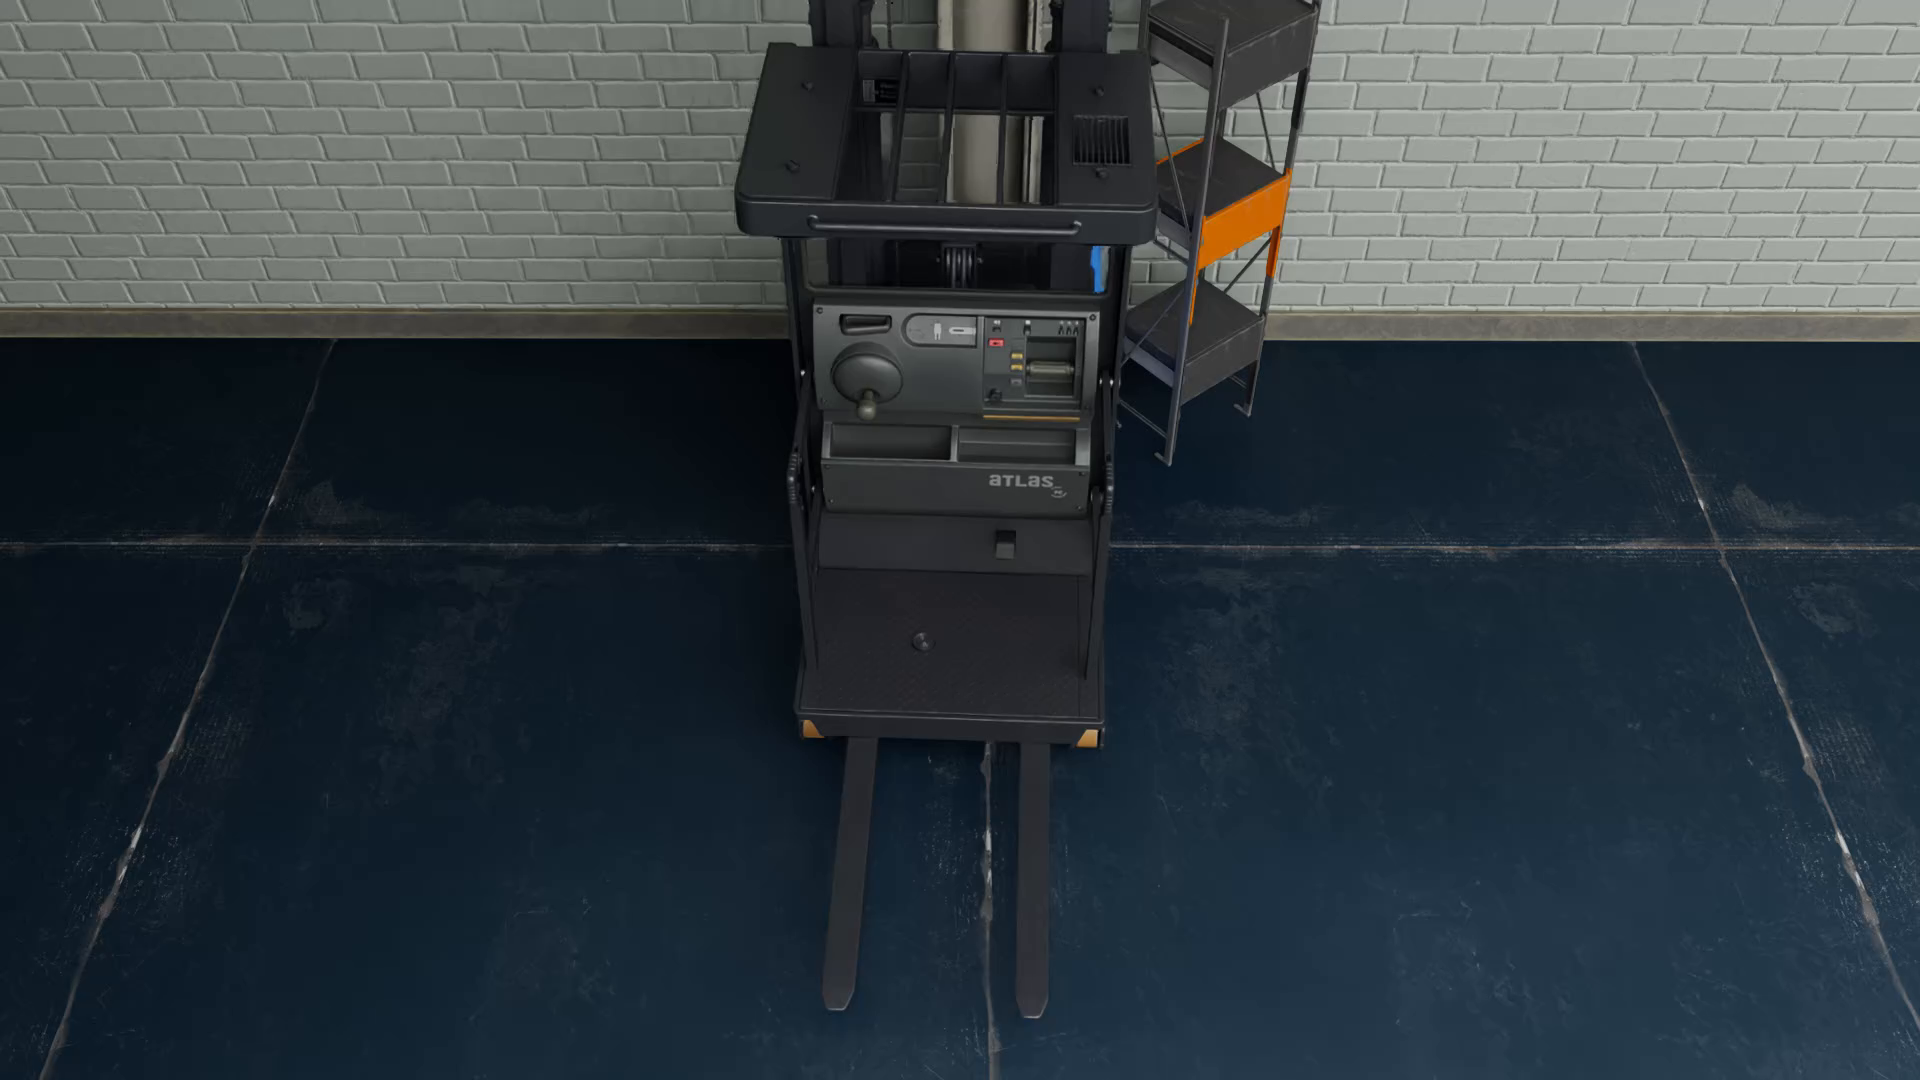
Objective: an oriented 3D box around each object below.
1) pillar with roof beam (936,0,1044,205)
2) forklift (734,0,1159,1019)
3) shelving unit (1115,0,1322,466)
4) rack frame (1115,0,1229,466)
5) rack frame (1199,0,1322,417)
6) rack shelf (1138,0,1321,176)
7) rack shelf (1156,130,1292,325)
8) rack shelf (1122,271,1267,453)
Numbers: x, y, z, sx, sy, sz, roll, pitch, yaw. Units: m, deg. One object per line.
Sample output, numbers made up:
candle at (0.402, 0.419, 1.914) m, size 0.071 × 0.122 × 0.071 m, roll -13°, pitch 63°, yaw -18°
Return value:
pillar with roof beam at (0.096, -0.757, 1.388) m, size 0.400 × 9.000 × 9.100 m, roll 0°, pitch 47°, yaw 0°
forklift at (-0.020, -0.484, 5.279) m, size 1.130 × 2.935 × 3.031 m, roll 2°, pitch 47°, yaw 2°
shelving unit at (0.961, -1.260, 6.569) m, size 0.503 × 2.100 × 0.431 m, roll -31°, pitch 54°, yaw -26°
rack frame at (0.773, -1.146, 6.463) m, size 0.015 × 2.100 × 0.400 m, roll -31°, pitch 54°, yaw -26°
rack frame at (1.149, -1.374, 6.675) m, size 0.015 × 2.100 × 0.400 m, roll -31°, pitch 54°, yaw -26°
rack shelf at (0.961, -1.727, 6.066) m, size 0.480 × 0.518 × 0.431 m, roll -31°, pitch 54°, yaw -26°
rack shelf at (0.961, -1.250, 6.579) m, size 0.480 × 0.518 × 0.431 m, roll -31°, pitch 54°, yaw -26°
rack shelf at (0.961, -0.774, 7.091) m, size 0.480 × 0.518 × 0.431 m, roll -31°, pitch 54°, yaw -26°
